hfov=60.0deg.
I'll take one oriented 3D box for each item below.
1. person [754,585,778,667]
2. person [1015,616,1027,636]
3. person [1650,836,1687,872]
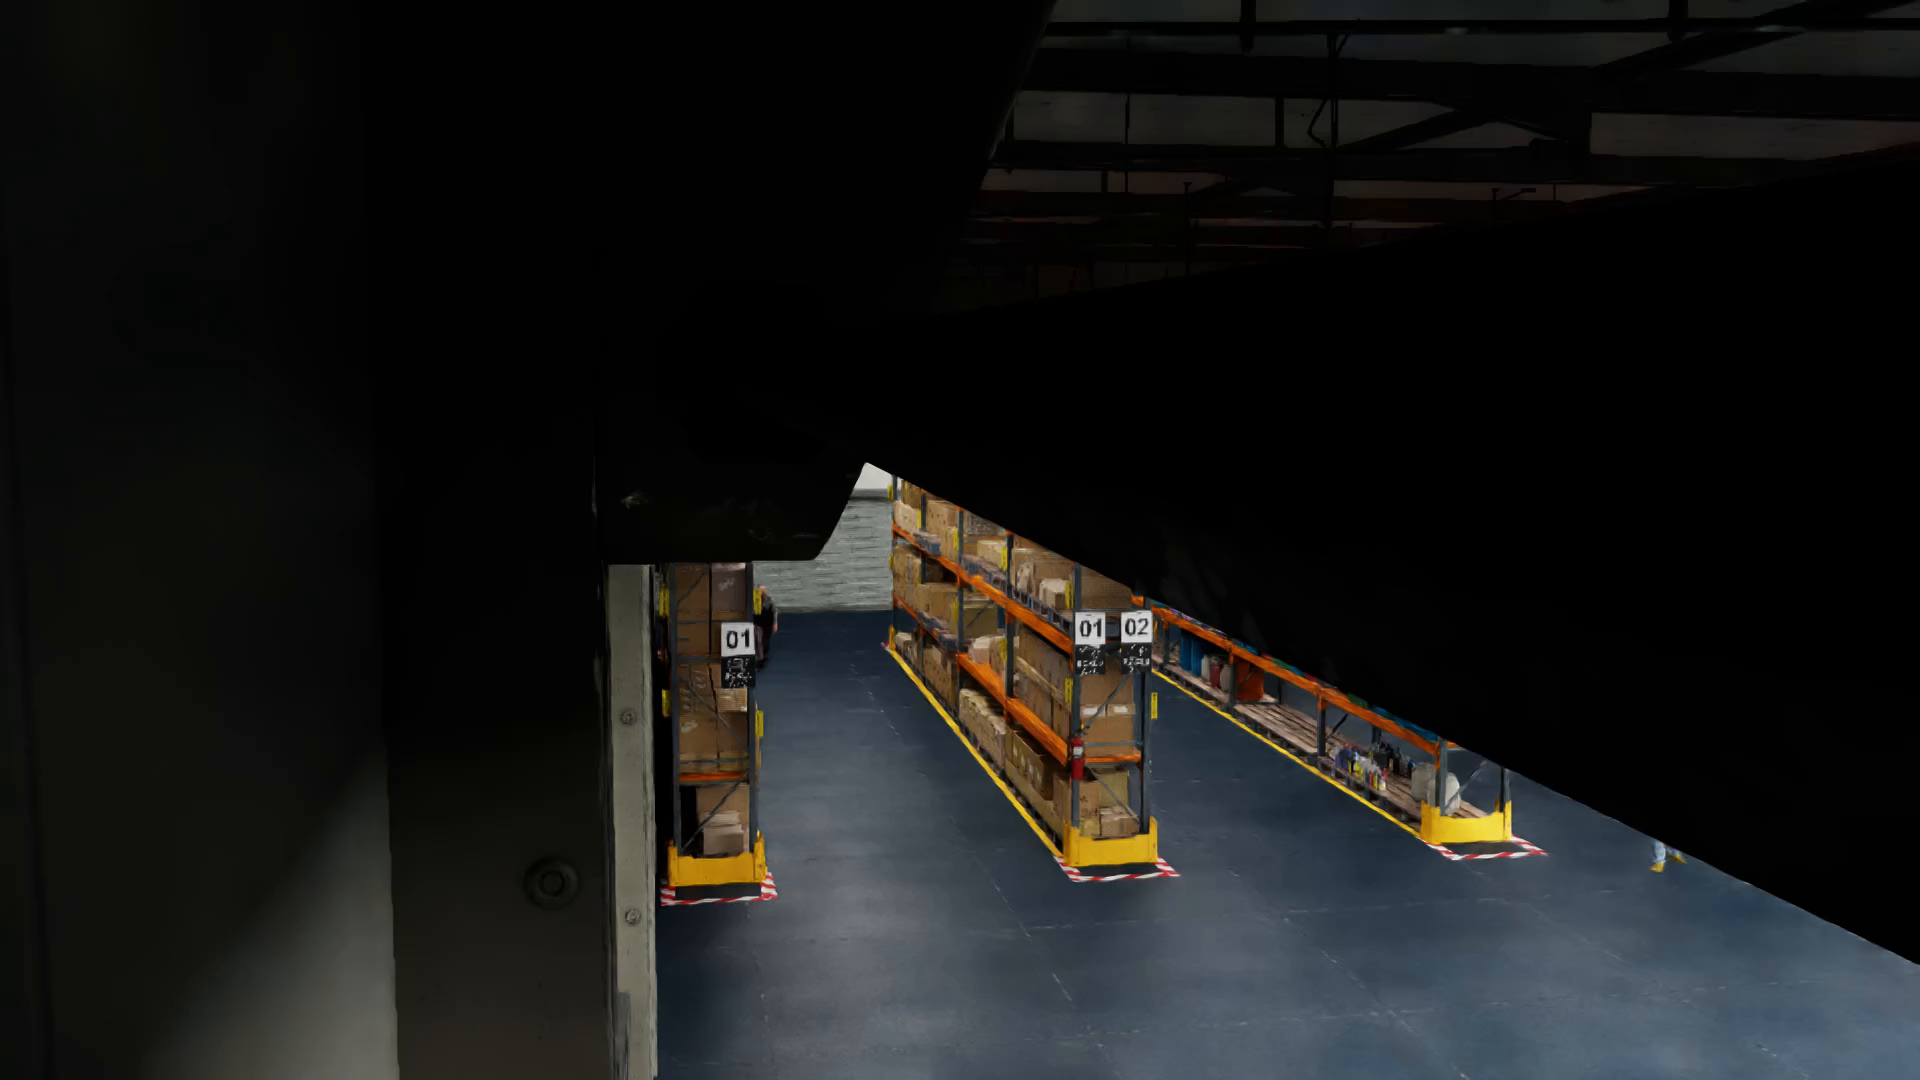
[{"bbox_3d":[-4.073,1.766,34.579,0.555,1.673,1.030,-1,6,-11],"label":"person"},{"bbox_3d":[1.396,1.643,35.728,0.682,1.676,0.535,-1,6,-12],"label":"person"},{"bbox_3d":[8.769,3.229,20.701,0.611,1.753,0.582,3,7,26],"label":"person"}]
